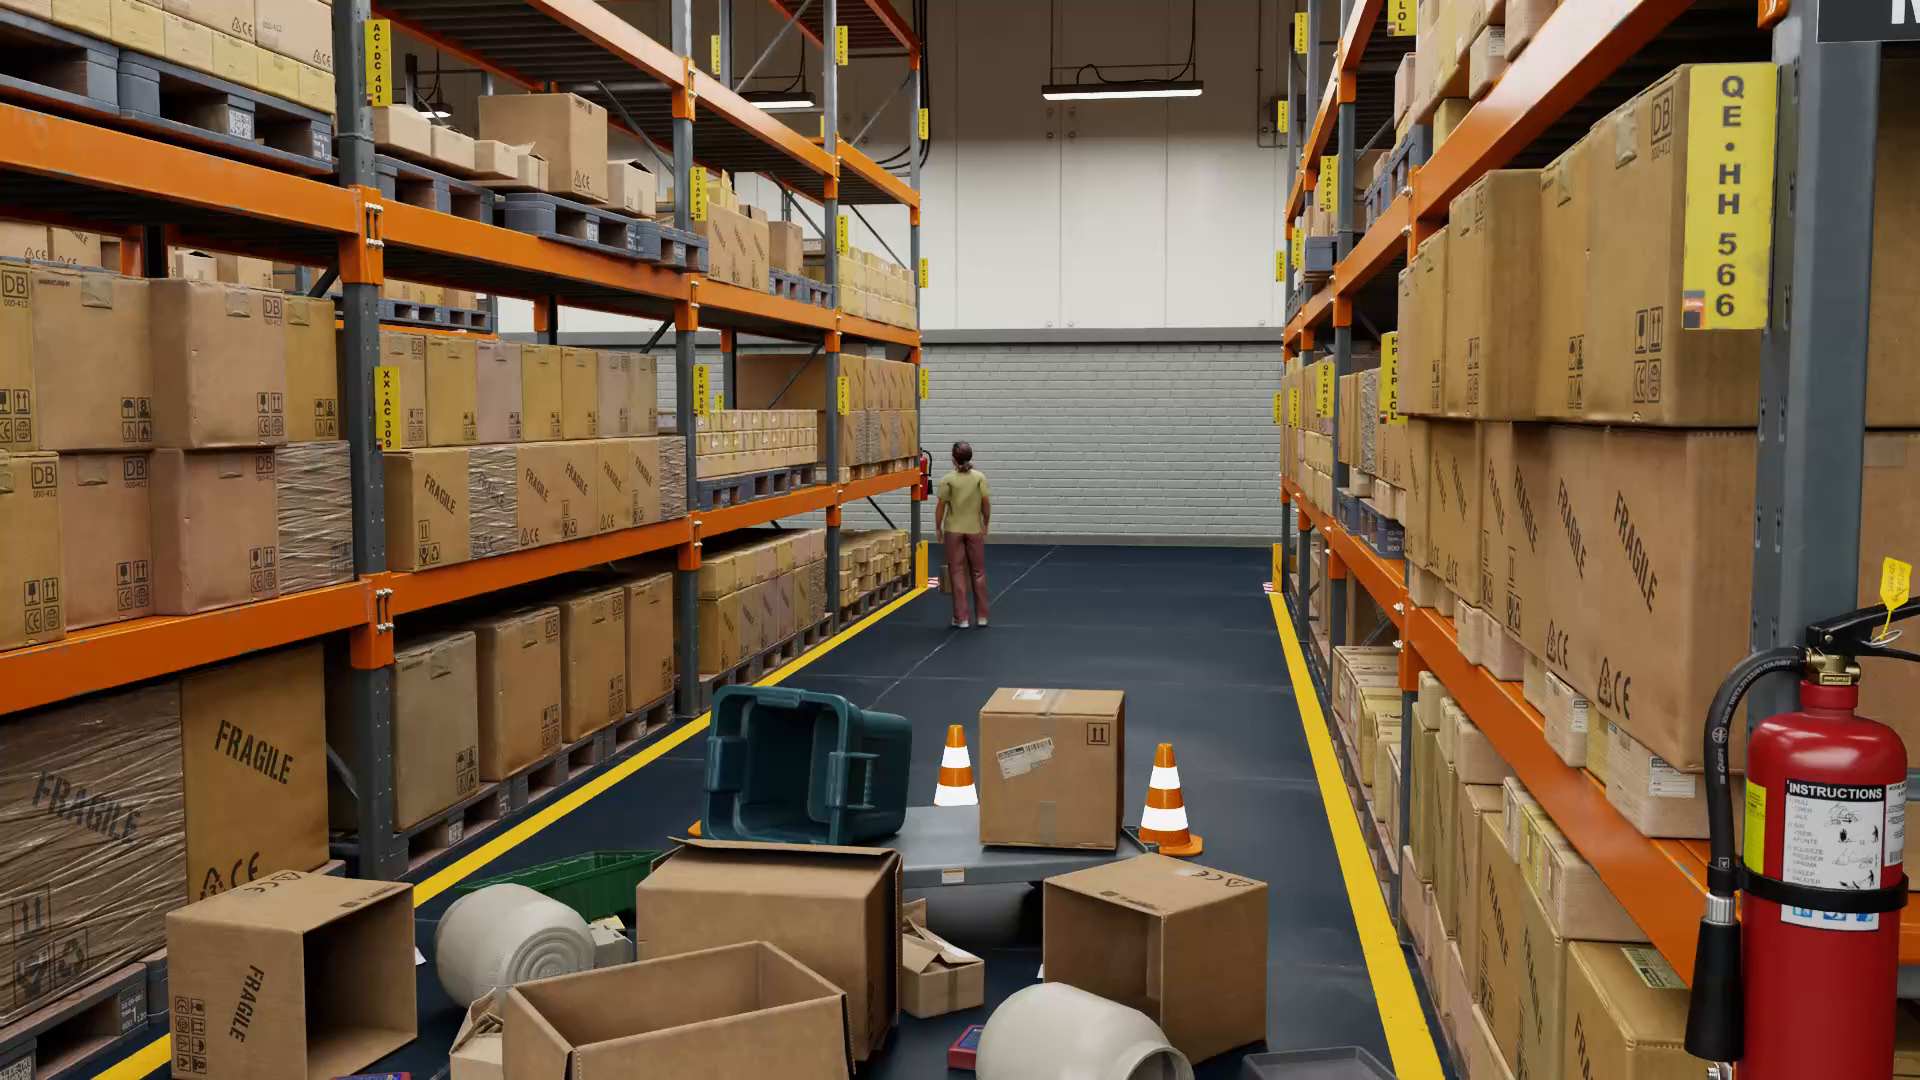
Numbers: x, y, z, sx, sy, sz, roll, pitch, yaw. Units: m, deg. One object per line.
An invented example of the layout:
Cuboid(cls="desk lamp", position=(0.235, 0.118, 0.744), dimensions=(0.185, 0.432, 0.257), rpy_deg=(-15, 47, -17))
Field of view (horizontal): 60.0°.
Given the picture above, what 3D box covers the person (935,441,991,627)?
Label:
Cuboid(cls="person", position=(0.026, -0.049, 14.963), dimensions=(0.536, 1.659, 0.531), rpy_deg=(-1, 5, -10))
